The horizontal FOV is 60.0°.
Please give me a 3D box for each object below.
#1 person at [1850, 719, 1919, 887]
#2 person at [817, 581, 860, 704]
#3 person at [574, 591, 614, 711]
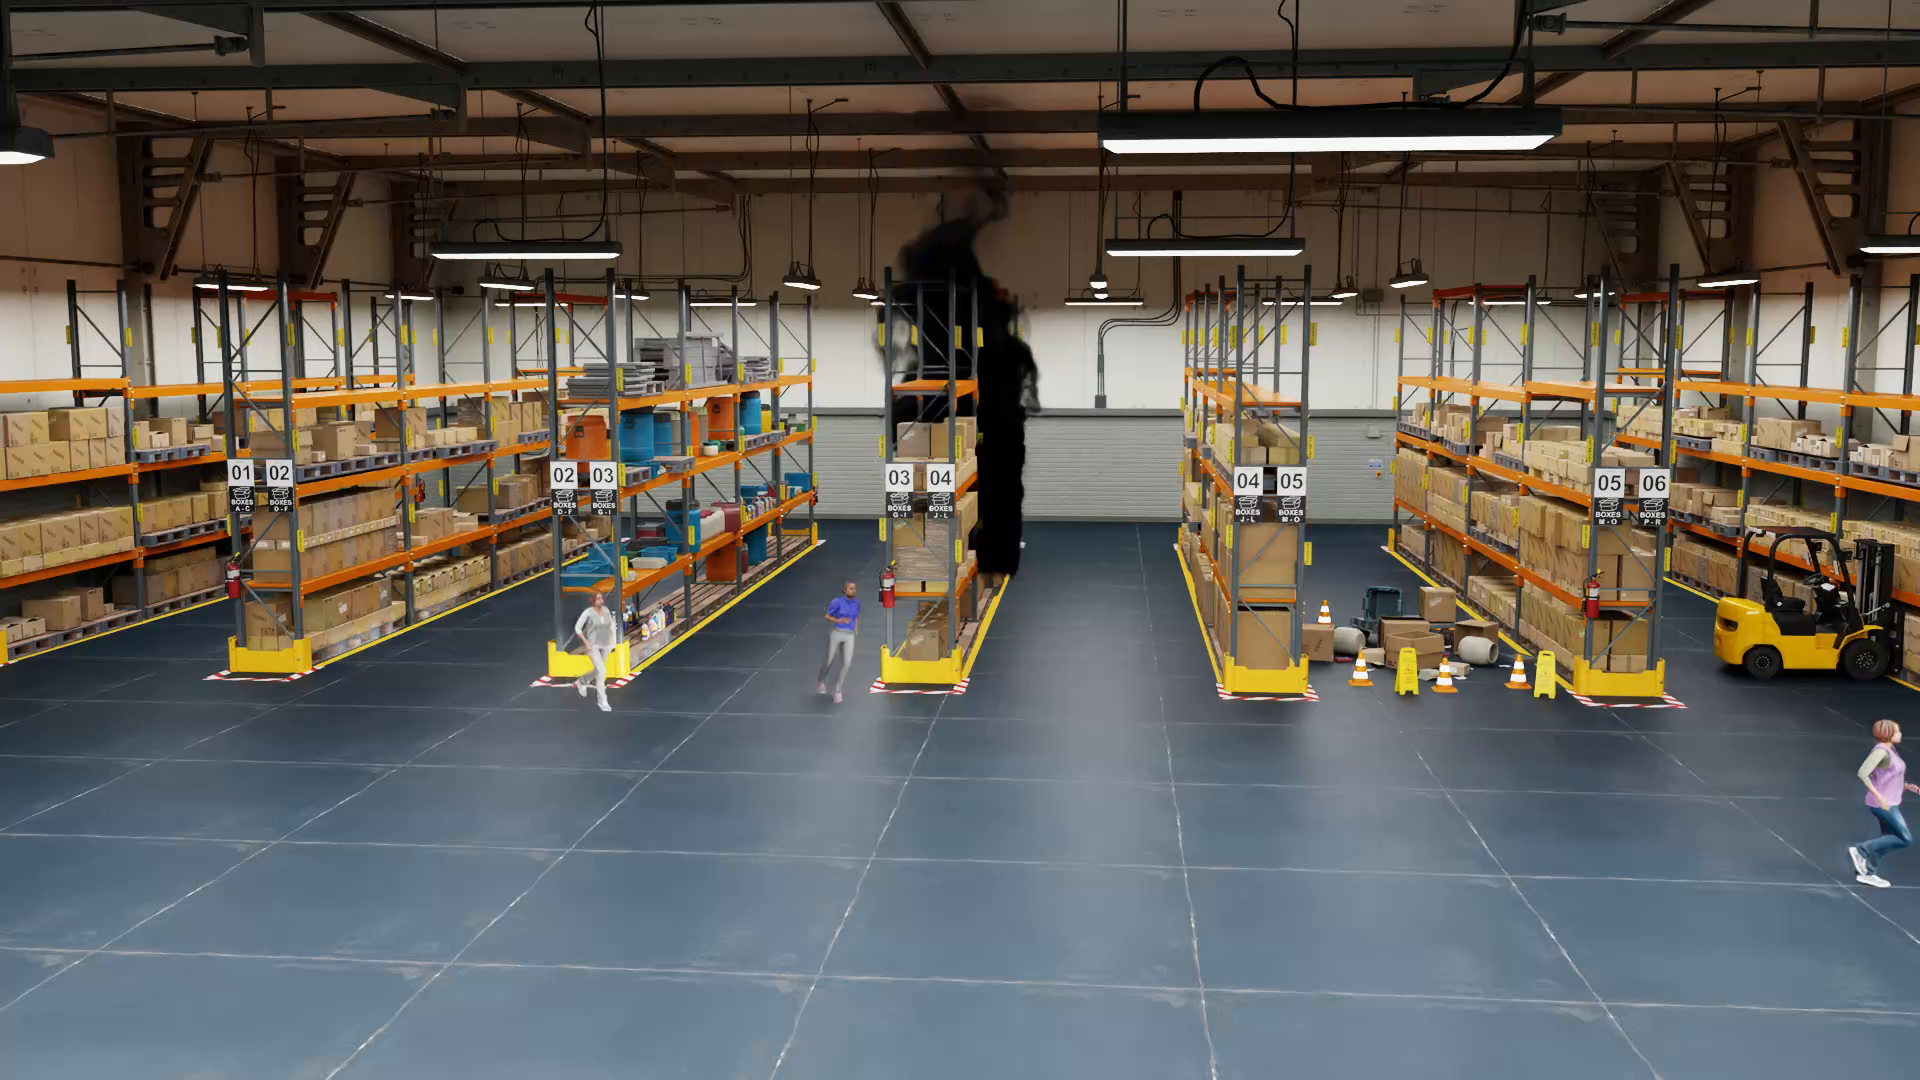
[{"bbox_3d":[8.442,2.404,15.137,0.537,1.558,0.530,5,9,36],"label":"person"},{"bbox_3d":[-1.627,1.388,23.172,0.613,1.660,0.805,-3,7,-22],"label":"person"},{"bbox_3d":[-4.961,1.472,22.607,0.783,1.601,0.554,6,9,40],"label":"person"}]
